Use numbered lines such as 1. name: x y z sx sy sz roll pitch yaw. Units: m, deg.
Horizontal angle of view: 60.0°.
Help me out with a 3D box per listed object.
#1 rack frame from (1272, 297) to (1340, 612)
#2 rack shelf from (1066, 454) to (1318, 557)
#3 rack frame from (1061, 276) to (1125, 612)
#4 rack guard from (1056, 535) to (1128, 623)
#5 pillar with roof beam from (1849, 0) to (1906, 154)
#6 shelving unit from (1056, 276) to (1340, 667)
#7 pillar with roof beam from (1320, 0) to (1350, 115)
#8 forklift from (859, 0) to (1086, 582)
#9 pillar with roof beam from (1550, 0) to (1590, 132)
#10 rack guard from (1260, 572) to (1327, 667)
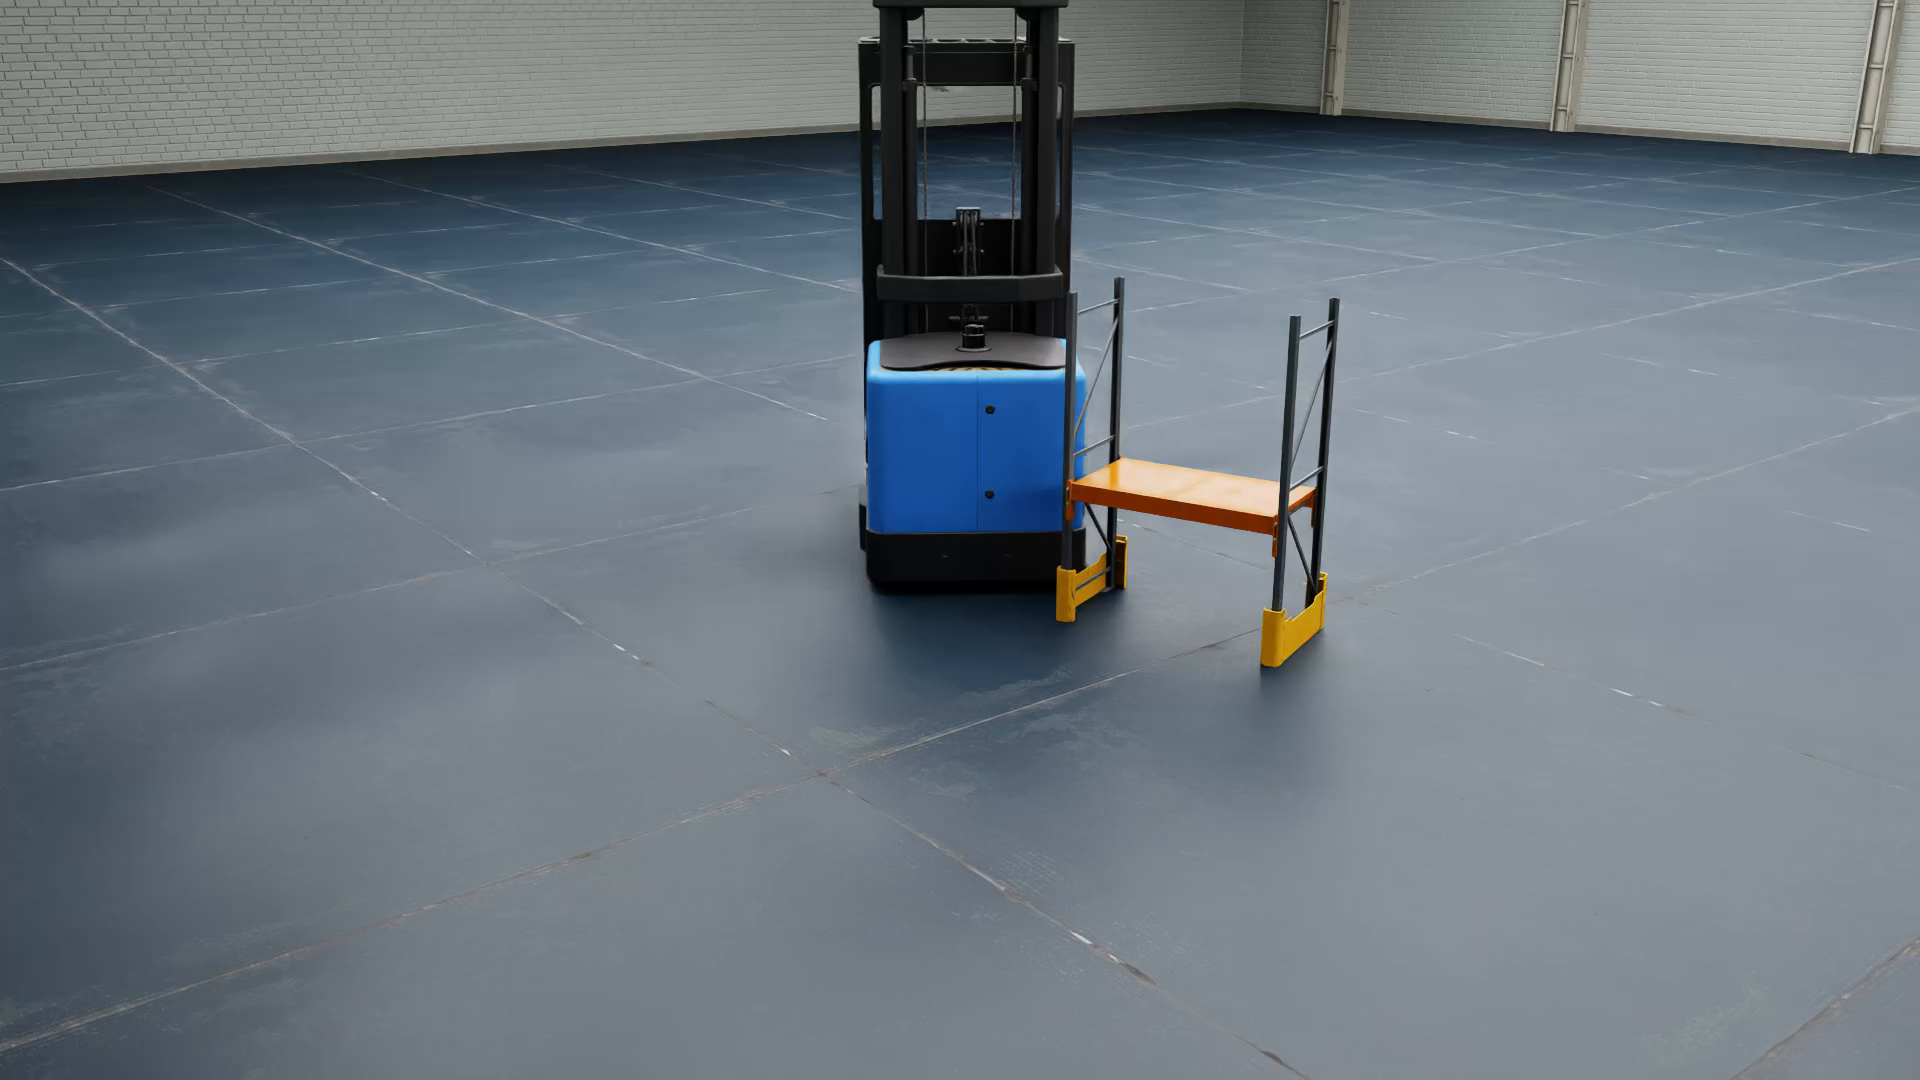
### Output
1. rack frame: 1.468 -0.252 7.099 0.032 1.500 0.500 11 21 30
2. rack shelf: 1.037 -0.166 7.410 1.000 0.185 0.538 11 21 30
3. rack frame: 0.605 -0.421 7.608 0.032 1.500 0.500 11 21 30
4. rack guard: 0.621 0.176 7.795 0.087 0.250 0.587 11 21 30
5. pillar with roof beam: 12.628 -10.286 25.472 9.100 9.000 0.400 -14 23 -36
6. shelving unit: 1.044 -0.335 7.349 1.083 1.500 0.587 11 21 30
7. pillar with roof beam: 5.177 -13.243 34.402 9.100 9.000 0.400 -14 23 -36
8. forklift: 0.023 -1.605 8.908 1.130 2.935 3.031 -1 18 -2
9. pillar with roof beam: 8.902 -11.765 29.937 9.100 9.000 0.400 -14 23 -36
10. rack guard: 1.467 0.341 7.296 0.087 0.250 0.587 11 21 30
